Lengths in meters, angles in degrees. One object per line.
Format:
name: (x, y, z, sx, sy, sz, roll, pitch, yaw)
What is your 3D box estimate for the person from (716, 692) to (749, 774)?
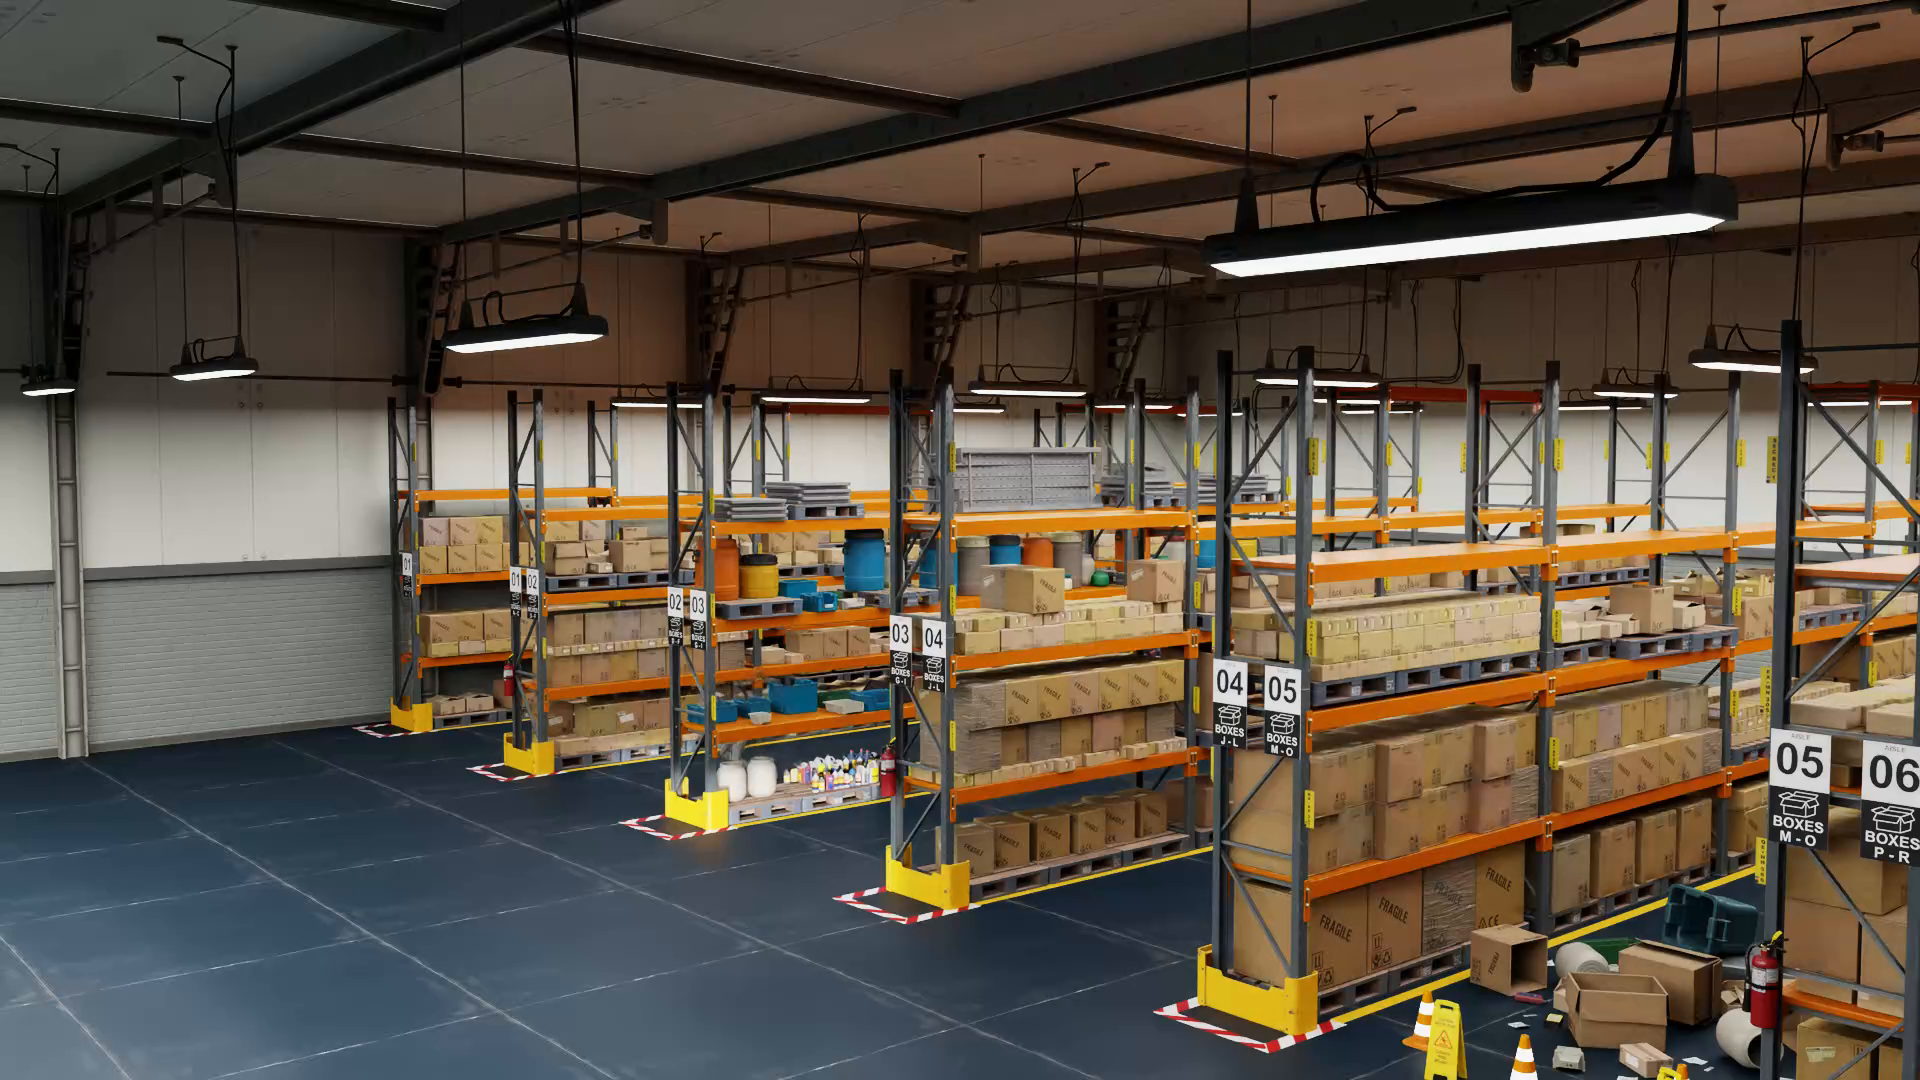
person: (-3.448, 2.979, 25.021, 0.946, 1.425, 0.622, -2, 4, -27)
